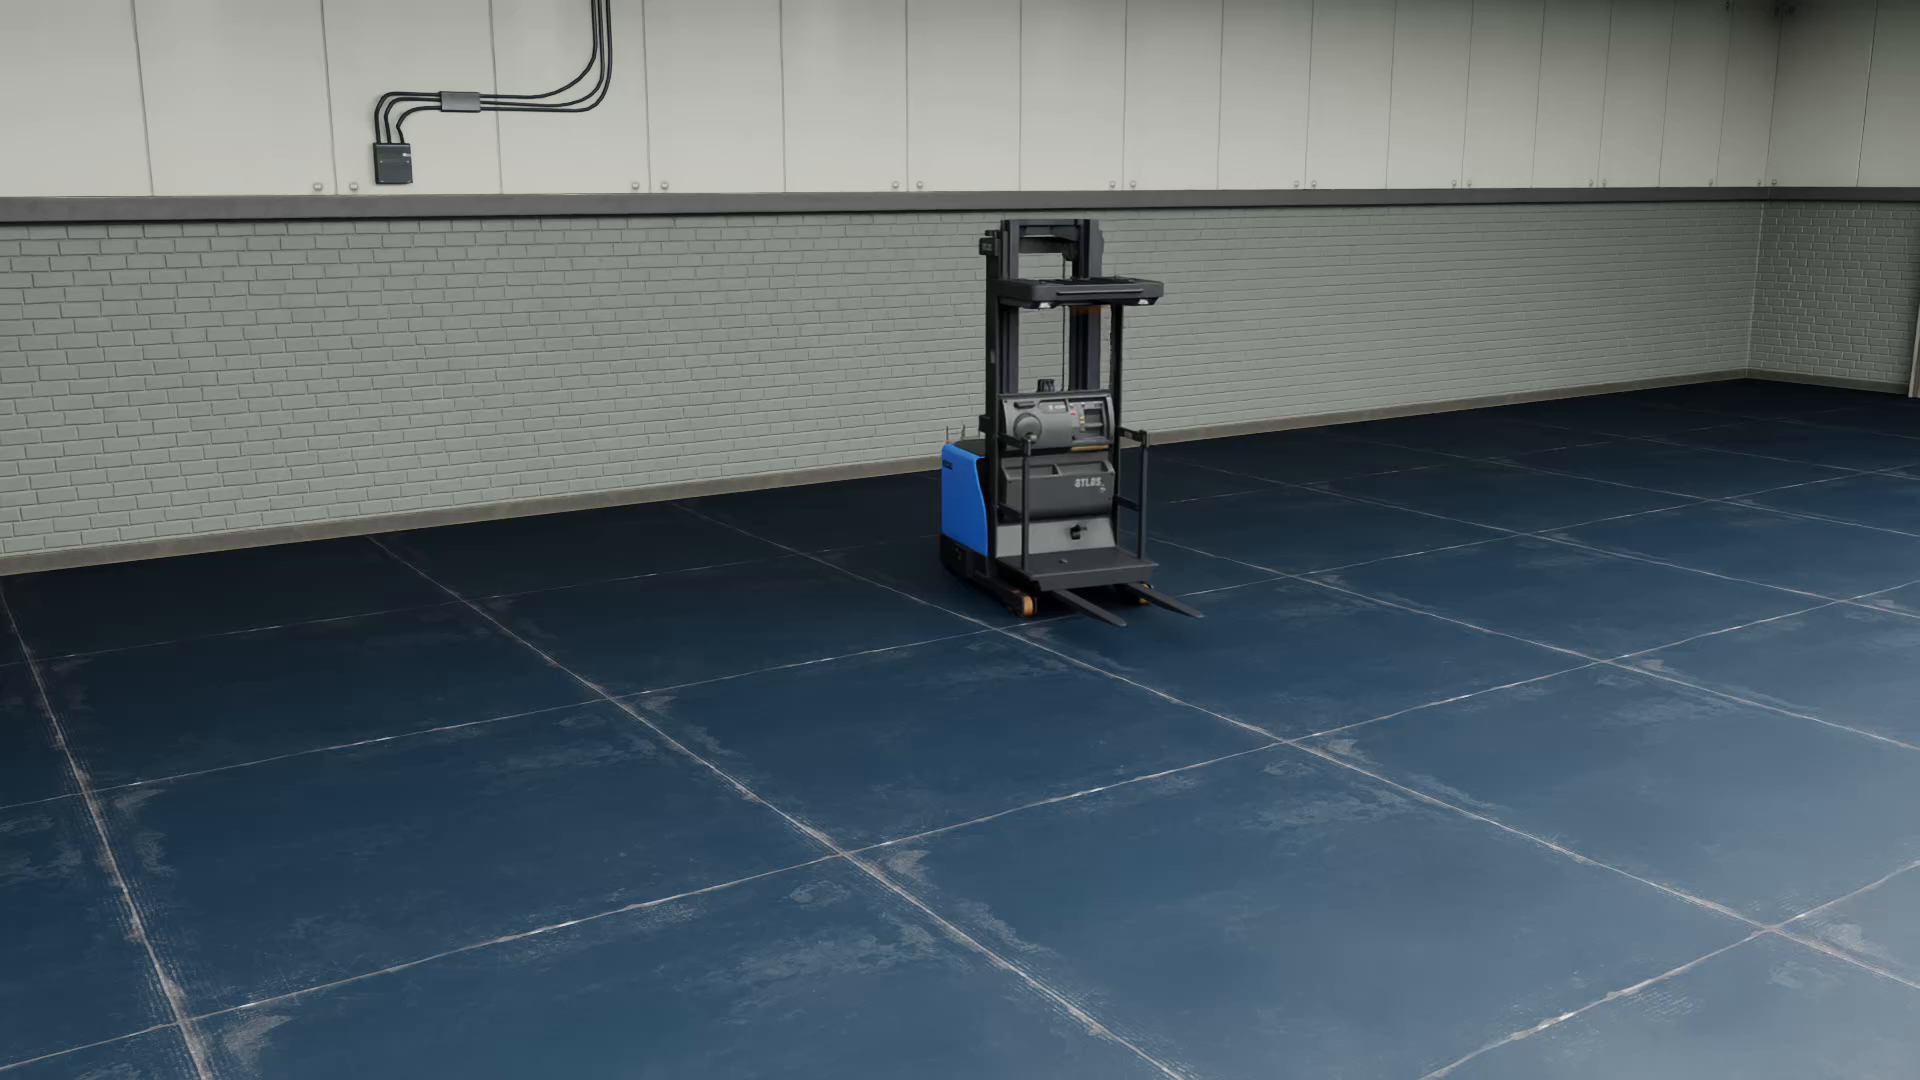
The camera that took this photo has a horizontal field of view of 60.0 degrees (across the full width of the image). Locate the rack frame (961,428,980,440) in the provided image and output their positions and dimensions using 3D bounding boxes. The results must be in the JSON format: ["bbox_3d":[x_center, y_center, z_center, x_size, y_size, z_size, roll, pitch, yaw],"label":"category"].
[{"bbox_3d":[0.097,-0.482,14.995,0.200,1.050,0.008,-8,15,-33],"label":"rack frame"}]

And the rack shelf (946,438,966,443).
[{"bbox_3d":[0.030,-0.770,15.036,0.215,0.259,0.240,-8,15,-33],"label":"rack shelf"}]

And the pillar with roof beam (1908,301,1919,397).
[{"bbox_3d":[10.984,-6.033,21.775,9.100,9.000,0.400,-8,15,-33],"label":"pillar with roof beam"}]

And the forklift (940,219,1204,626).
[{"bbox_3d":[0.848,-0.949,12.729,1.130,2.935,3.031,-5,13,-21],"label":"forklift"}]

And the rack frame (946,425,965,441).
[{"bbox_3d":[-0.038,-0.525,15.194,0.200,1.050,0.008,-8,15,-33],"label":"rack frame"}]

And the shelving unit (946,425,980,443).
[{"bbox_3d":[0.030,-0.503,15.094,0.215,1.050,0.252,-8,15,-33],"label":"shelving unit"}]

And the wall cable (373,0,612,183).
[{"bbox_3d":[-4.275,-6.277,14.929,2.305,6.003,0.169,-8,15,-33],"label":"wall cable"}]
